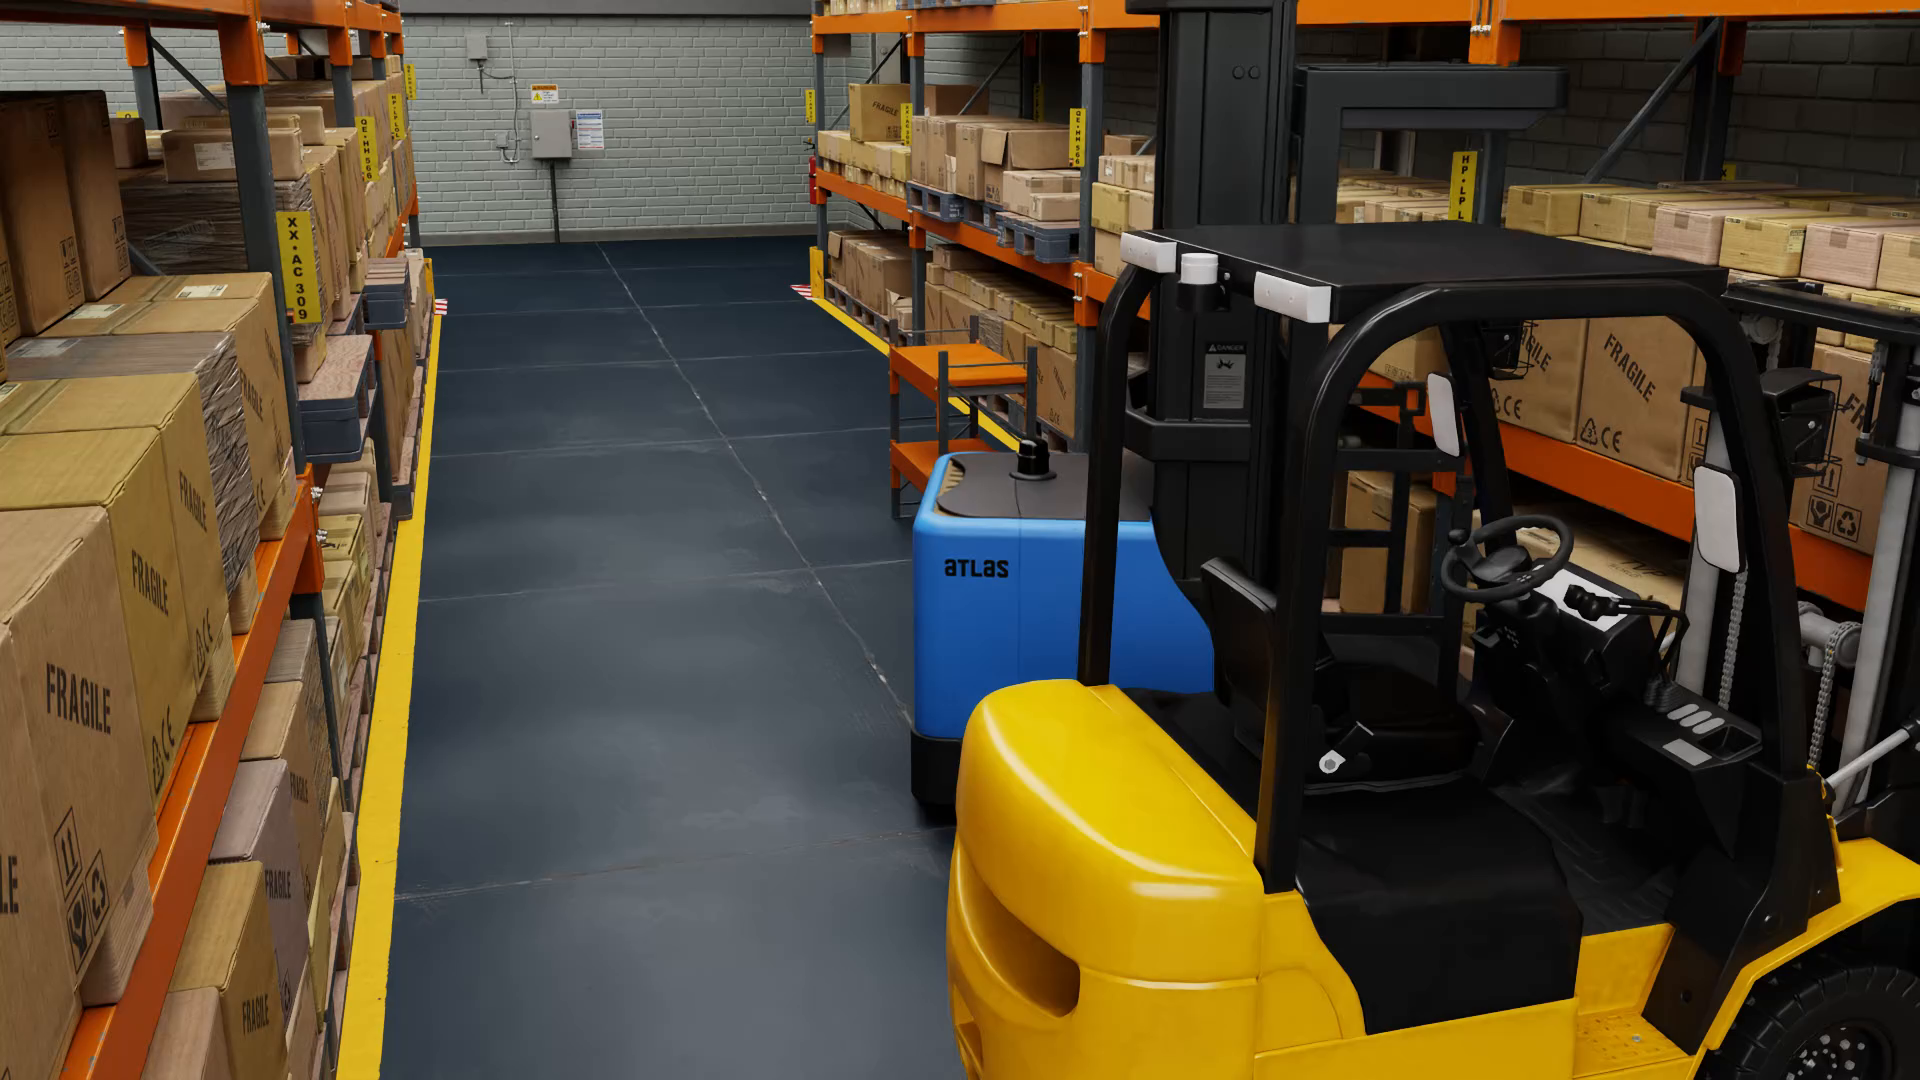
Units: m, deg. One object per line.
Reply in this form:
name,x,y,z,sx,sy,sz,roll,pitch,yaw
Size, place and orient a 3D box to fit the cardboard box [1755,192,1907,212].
cardboard box,2.790,-1.029,5.345,0.380,0.149,0.250,-5,17,-16

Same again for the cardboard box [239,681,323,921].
cardboard box,-1.912,0.696,4.167,0.500,0.500,0.500,-4,17,-14

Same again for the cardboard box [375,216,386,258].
cardboard box,-3.763,-1.820,10.057,0.500,0.250,0.500,-4,17,-13

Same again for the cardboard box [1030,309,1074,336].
cardboard box,0.684,-1.424,10.967,0.380,0.149,0.250,-5,18,-17

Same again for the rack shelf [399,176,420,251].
rack shelf,-5.223,-2.765,14.194,1.077,0.370,4.000,-5,17,-15

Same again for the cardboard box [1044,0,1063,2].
cardboard box,0.823,-3.331,9.874,0.500,0.250,0.500,-5,18,-17

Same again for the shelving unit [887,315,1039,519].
shelving unit,-0.002,-0.541,8.796,0.538,1.125,1.048,-5,17,-15

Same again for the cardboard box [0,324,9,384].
cardboard box,-2.100,-0.453,2.817,0.700,0.500,0.500,-5,17,-16

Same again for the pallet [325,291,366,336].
pallet,-2.990,-0.814,6.781,1.003,0.211,1.213,-5,17,-15

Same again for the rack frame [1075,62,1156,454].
rack frame,1.198,-1.844,9.875,1.000,3.000,0.127,-5,17,-15

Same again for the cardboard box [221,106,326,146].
cardboard box,-2.853,-1.722,6.922,0.380,0.149,0.250,-6,18,-18

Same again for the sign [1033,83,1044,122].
sign,0.631,-3.549,13.542,0.100,0.325,0.005,-5,17,-15

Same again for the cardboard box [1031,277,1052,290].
cardboard box,0.749,-1.898,12.543,0.380,0.149,0.250,-4,17,-14

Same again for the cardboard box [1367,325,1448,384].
cardboard box,1.907,-0.784,6.609,0.500,0.250,0.500,-4,17,-14

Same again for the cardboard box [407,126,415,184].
cardboard box,-5.385,-3.598,15.543,0.500,0.500,0.500,-5,17,-15

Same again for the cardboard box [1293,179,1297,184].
cardboard box,1.463,-1.591,7.733,0.380,0.149,0.250,-5,17,-17

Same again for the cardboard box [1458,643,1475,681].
cardboard box,2.112,0.539,5.994,0.500,0.250,0.500,-5,17,-15

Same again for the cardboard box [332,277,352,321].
cardboard box,-2.654,-0.965,6.657,0.380,0.149,0.250,-4,17,-13

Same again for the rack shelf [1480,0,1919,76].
rack shelf,2.847,-1.276,4.022,1.077,0.370,4.000,-5,17,-15

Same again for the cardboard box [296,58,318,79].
cardboard box,-5.032,-3.535,12.469,0.380,0.149,0.250,-4,17,-14

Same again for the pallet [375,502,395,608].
pallet,-3.360,0.102,8.247,1.003,0.211,1.213,-5,17,-15

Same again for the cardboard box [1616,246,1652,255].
cardboard box,2.303,-0.845,5.251,0.380,0.149,0.250,-5,17,-15

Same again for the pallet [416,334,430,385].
pallet,-4.807,-1.438,13.371,1.003,0.211,1.213,-5,17,-15

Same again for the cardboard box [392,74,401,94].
cardboard box,-4.970,-3.657,13.999,0.500,0.500,0.500,-5,17,-16

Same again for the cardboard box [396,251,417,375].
cardboard box,-4.426,-1.575,11.944,0.875,0.875,0.875,-4,17,-14

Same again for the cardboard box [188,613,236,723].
cardboard box,-1.664,0.264,3.297,0.380,0.149,0.250,-5,17,-15

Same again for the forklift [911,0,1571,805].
forklift,1.372,-0.551,5.693,3.031,2.935,1.130,1,17,4

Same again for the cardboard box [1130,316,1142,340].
cardboard box,1.307,-1.403,10.895,0.380,0.149,0.250,-4,17,-14

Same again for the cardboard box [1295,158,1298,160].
cardboard box,1.661,-2.065,9.310,0.380,0.149,0.250,-4,17,-14

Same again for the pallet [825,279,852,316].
pallet,-0.760,-2.479,16.839,1.003,0.211,1.213,-5,17,-15

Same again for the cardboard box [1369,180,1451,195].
cardboard box,2.107,-1.567,7.652,0.380,0.149,0.250,-5,17,-16

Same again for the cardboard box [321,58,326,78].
cardboard box,-4.707,-3.639,12.812,0.380,0.149,0.250,-5,17,-16

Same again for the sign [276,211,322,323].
sign,-1.955,-0.803,4.907,0.100,0.325,0.005,-5,17,-15

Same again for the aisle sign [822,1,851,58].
aisle sign,-1.302,-5.297,16.854,0.394,0.787,0.004,-5,17,-15

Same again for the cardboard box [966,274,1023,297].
cardboard box,0.262,-1.929,12.647,0.380,0.149,0.250,-5,17,-16

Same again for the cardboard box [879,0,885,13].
cardboard box,-0.477,-4.554,14.120,0.380,0.149,0.250,-5,17,-15

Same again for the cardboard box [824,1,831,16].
cardboard box,-1.137,-5.266,16.492,0.380,0.149,0.250,-4,17,-14

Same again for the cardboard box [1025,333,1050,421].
cardboard box,0.747,-1.087,10.971,0.500,0.500,0.500,-5,17,-16

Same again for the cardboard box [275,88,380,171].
cardboard box,-3.747,-2.413,9.860,0.500,0.500,0.500,-4,17,-14

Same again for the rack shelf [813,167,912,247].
rack shelf,-0.451,-3.159,15.504,1.077,0.370,4.000,-5,17,-15

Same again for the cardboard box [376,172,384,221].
cardboard box,-3.742,-2.059,9.985,0.500,0.250,0.500,-5,17,-15

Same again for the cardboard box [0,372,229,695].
cardboard box,-1.673,-0.004,3.062,0.500,0.500,0.500,-5,17,-16

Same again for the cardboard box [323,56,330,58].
cardboard box,-5.627,-4.093,14.323,0.380,0.149,0.250,-5,17,-15

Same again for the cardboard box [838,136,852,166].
cardboard box,-0.854,-3.701,15.802,0.500,0.250,0.500,-5,17,-16

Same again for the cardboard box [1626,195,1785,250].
cardboard box,2.337,-0.991,5.220,0.380,0.149,0.250,-5,17,-16

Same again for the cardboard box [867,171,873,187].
cardboard box,-0.639,-3.326,15.248,0.380,0.149,0.250,-5,17,-15

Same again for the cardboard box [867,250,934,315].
cardboard box,-0.441,-2.357,15.200,0.700,0.500,0.500,-5,18,-17

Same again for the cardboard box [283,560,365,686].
cardboard box,-2.822,0.370,6.343,0.950,0.372,0.625,-4,17,-12

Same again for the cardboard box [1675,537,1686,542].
cardboard box,2.618,0.021,5.981,0.500,0.250,0.500,-4,17,-14

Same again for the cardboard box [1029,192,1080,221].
cardboard box,0.648,-2.076,10.355,0.380,0.149,0.250,-4,17,-14

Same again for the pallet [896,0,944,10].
pallet,0.210,-4.111,12.535,1.213,0.211,1.003,-5,17,-15

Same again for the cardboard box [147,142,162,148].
cardboard box,-3.370,-1.409,7.007,0.500,0.500,0.500,-4,17,-14

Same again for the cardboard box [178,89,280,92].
cardboard box,-4.246,-2.378,9.744,0.500,0.500,0.500,-5,17,-15

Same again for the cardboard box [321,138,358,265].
cardboard box,-2.889,-1.456,7.165,0.500,0.500,0.500,-6,18,-19
